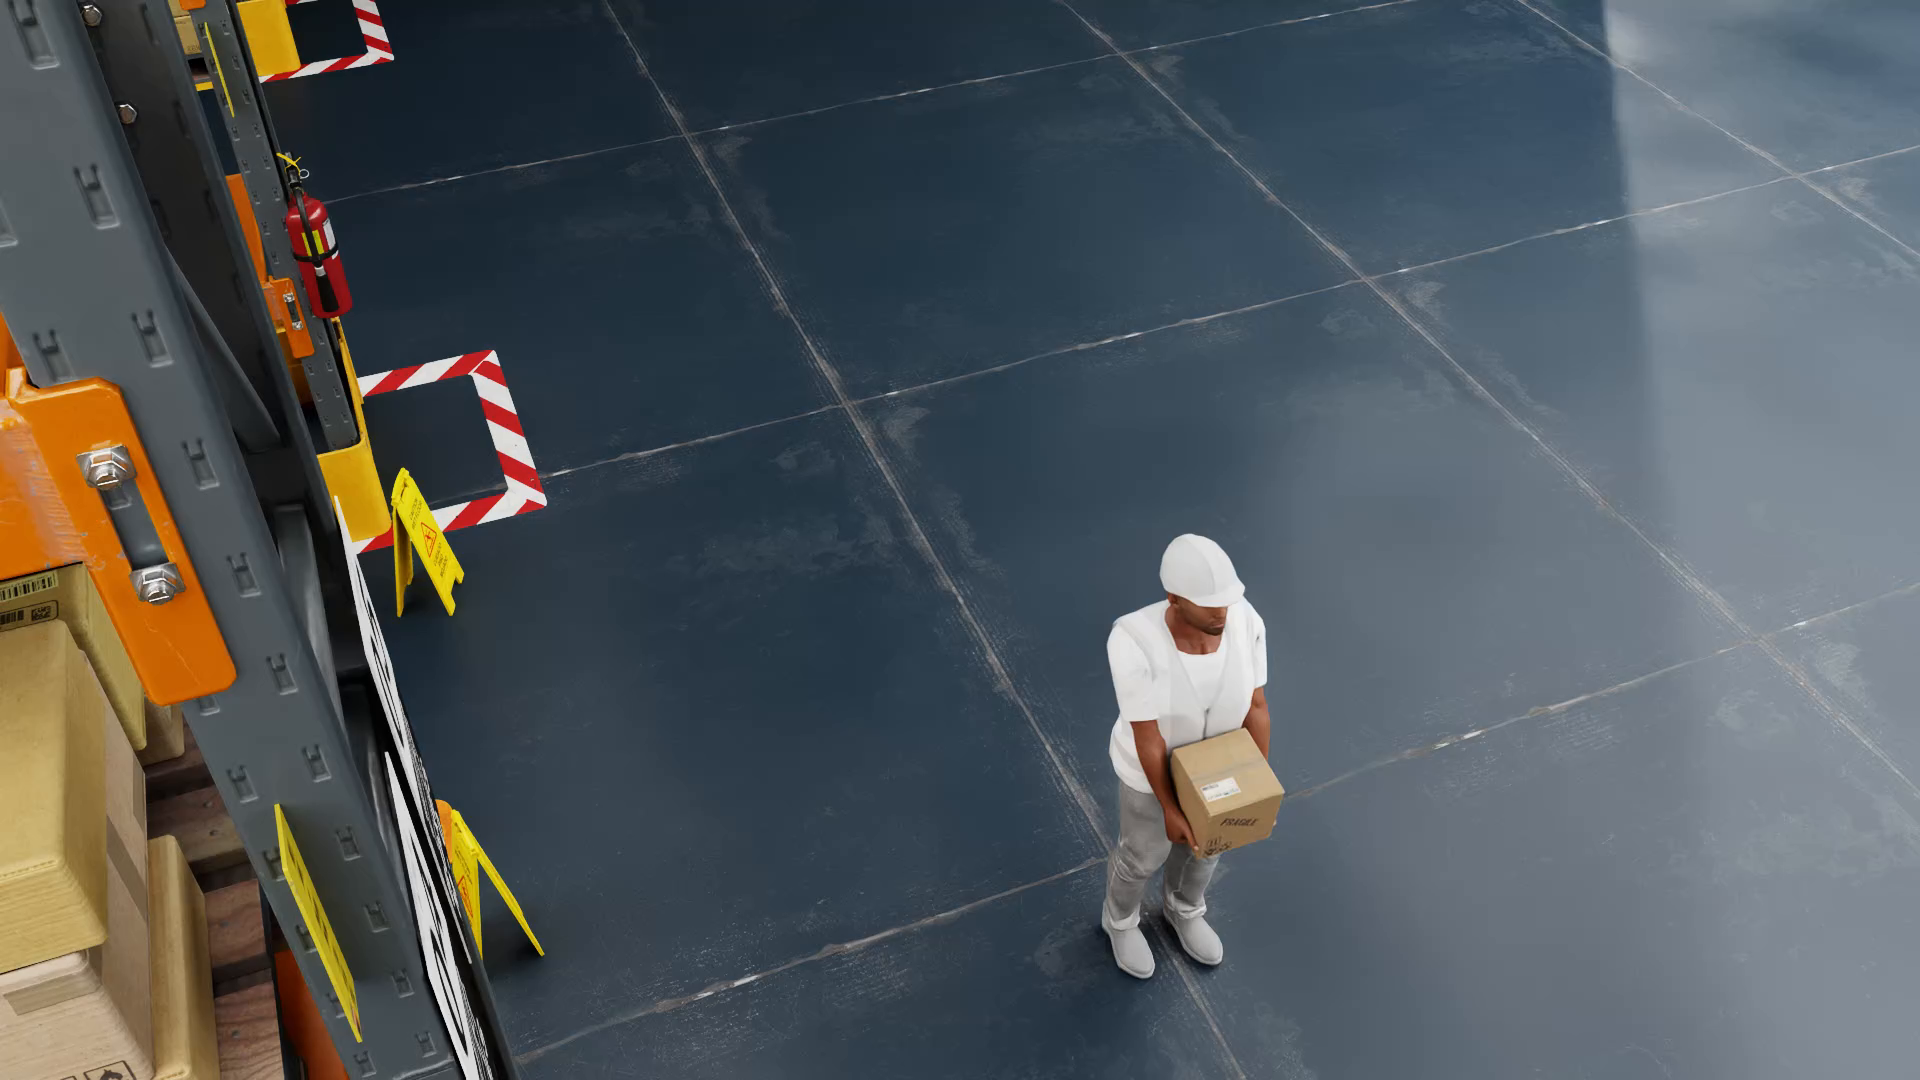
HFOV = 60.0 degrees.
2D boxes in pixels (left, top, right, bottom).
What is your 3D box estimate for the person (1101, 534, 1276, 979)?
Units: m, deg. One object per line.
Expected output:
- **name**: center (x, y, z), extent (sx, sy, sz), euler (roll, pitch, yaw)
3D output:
- **person**: center (0.744, 0.768, 5.277), extent (0.504, 1.761, 0.581), euler (-15, 44, -16)
